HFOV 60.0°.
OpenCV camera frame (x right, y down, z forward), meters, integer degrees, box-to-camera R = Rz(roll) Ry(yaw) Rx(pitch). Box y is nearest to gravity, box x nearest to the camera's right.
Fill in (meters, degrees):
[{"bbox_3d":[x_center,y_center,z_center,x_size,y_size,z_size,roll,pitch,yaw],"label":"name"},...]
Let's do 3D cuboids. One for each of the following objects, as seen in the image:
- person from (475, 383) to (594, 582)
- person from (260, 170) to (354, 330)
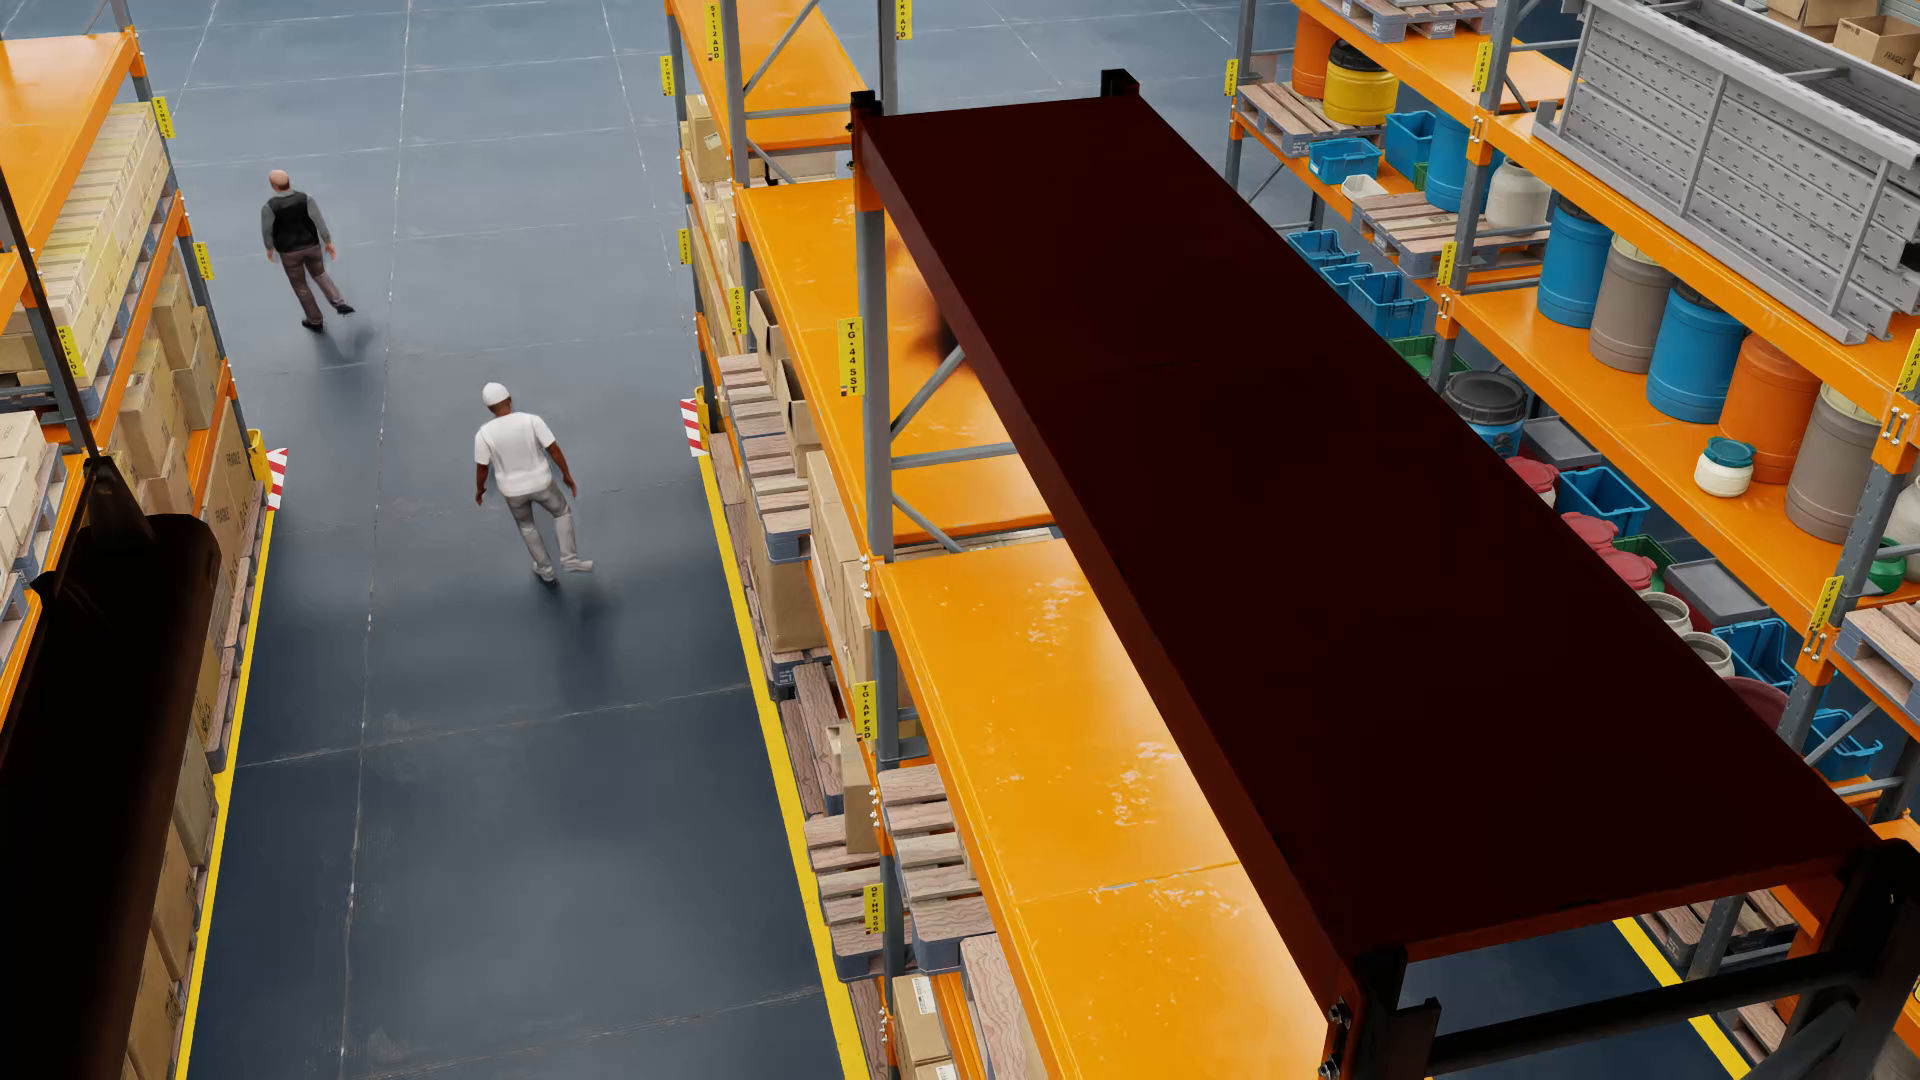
[{"bbox_3d":[-3.436,-0.430,13.218,0.832,1.674,0.699,-10,36,-14],"label":"person"},{"bbox_3d":[-6.654,-2.930,16.844,0.643,1.716,0.571,-28,43,-34],"label":"person"}]
